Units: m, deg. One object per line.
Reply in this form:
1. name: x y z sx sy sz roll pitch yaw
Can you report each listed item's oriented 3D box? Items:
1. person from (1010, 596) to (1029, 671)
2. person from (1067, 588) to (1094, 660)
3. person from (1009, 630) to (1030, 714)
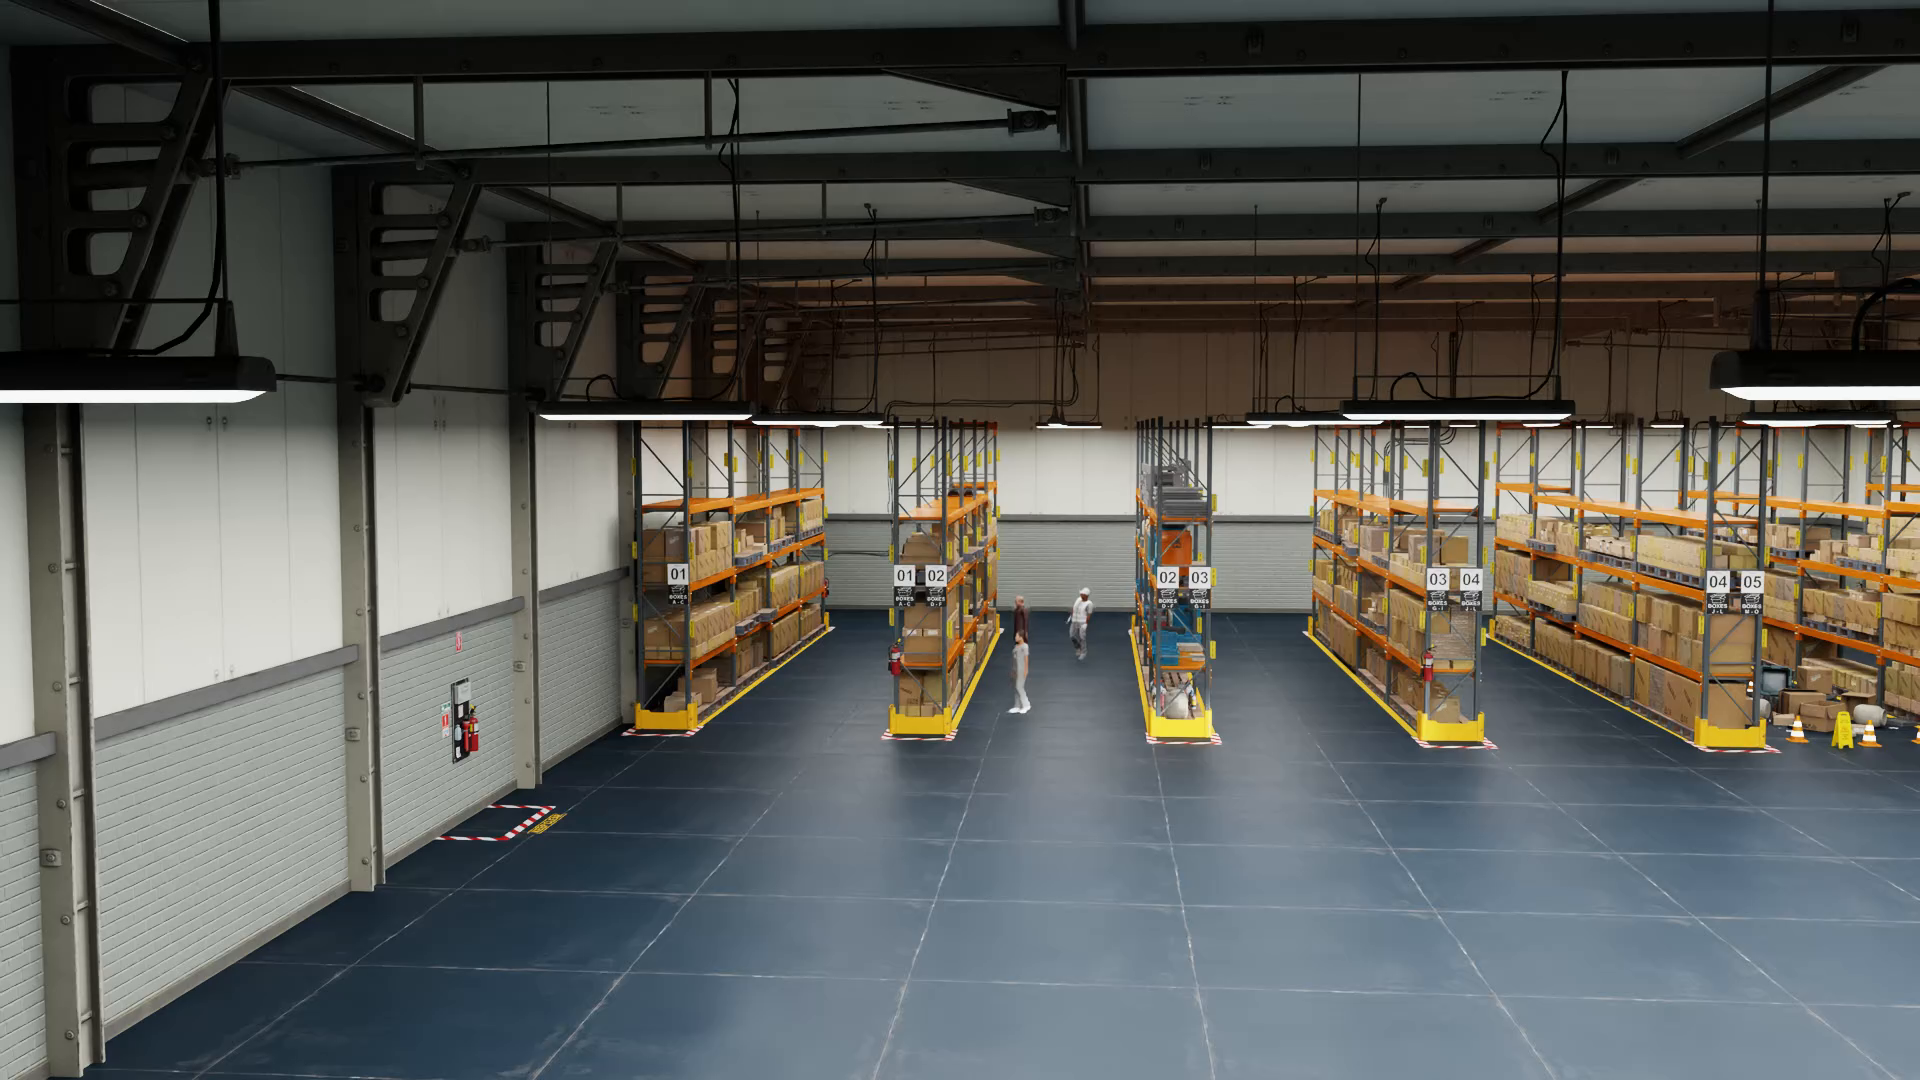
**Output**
1. person: 1.379 2.212 39.210 0.449 1.781 0.626 -1 4 -14
2. person: 2.989 2.077 41.550 0.710 1.763 0.590 3 5 36
3. person: 1.206 2.677 33.810 0.386 1.685 0.477 -2 4 -26
